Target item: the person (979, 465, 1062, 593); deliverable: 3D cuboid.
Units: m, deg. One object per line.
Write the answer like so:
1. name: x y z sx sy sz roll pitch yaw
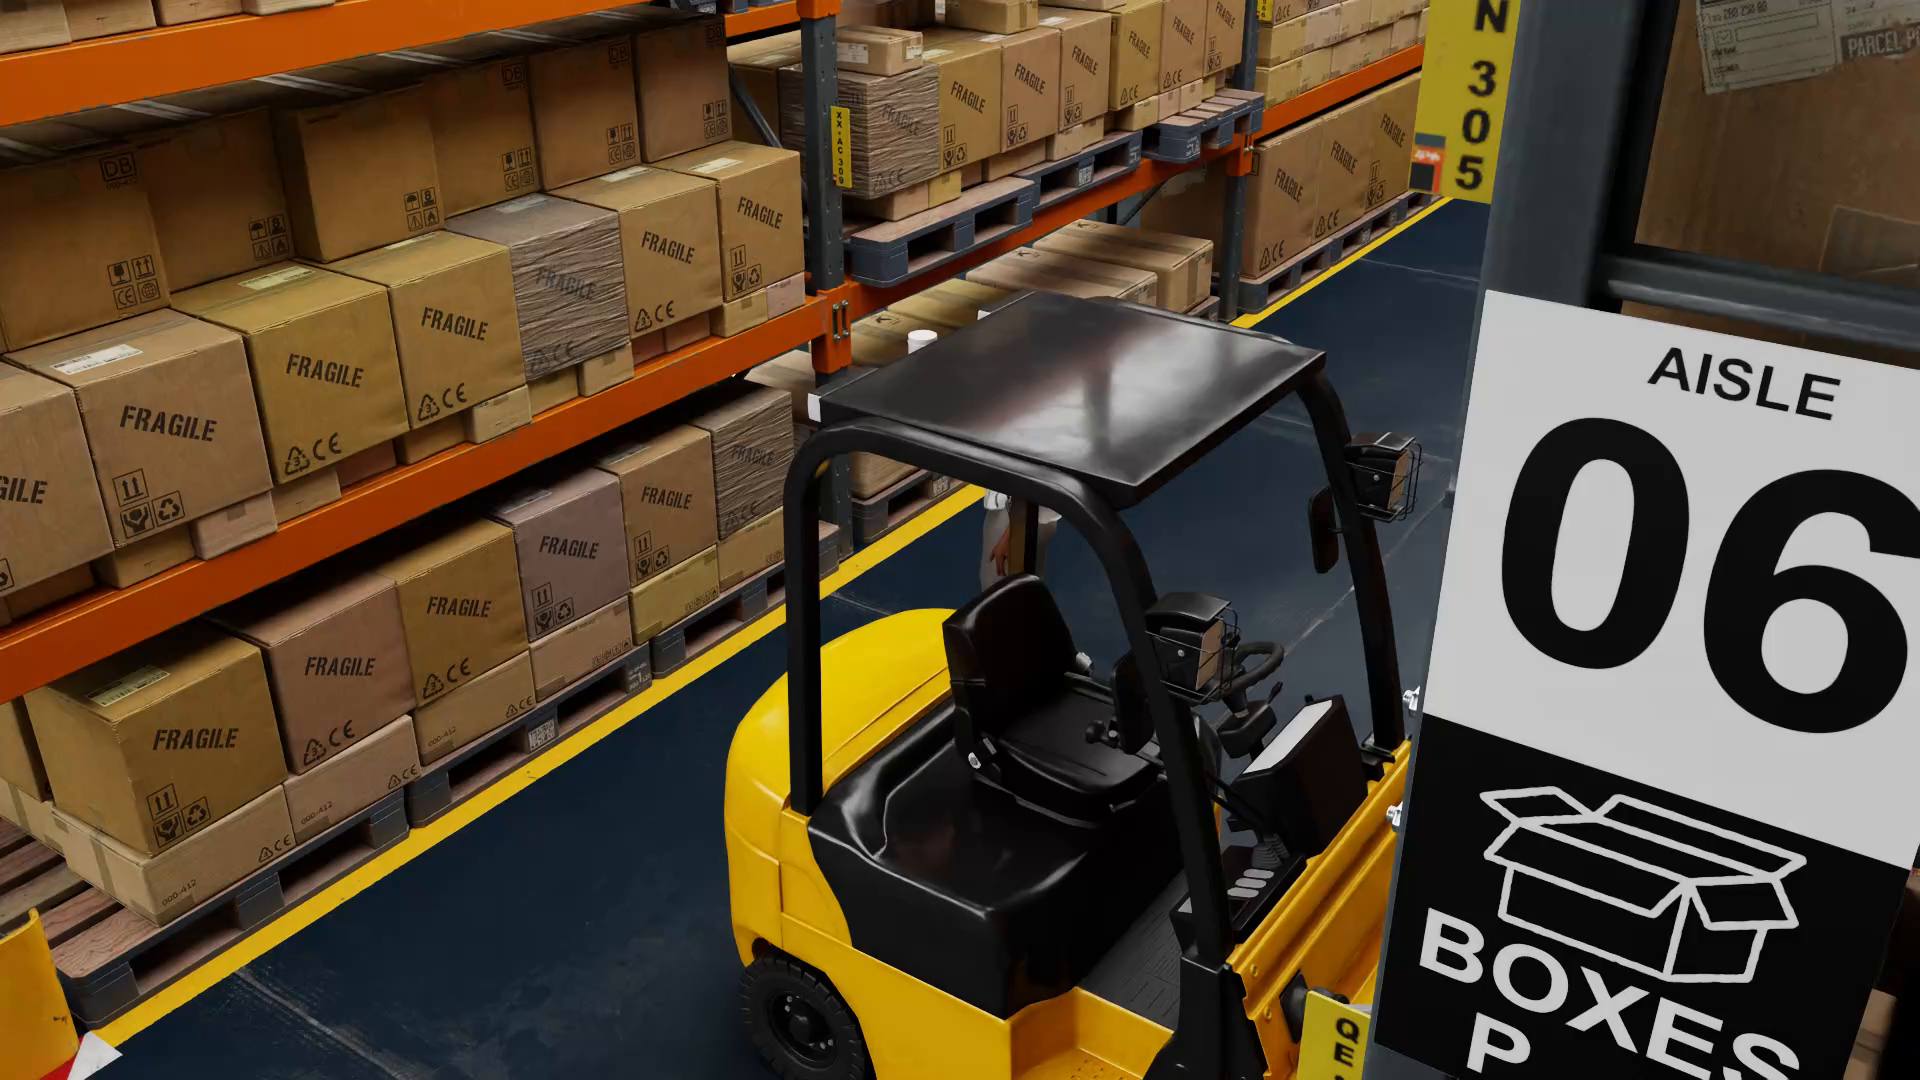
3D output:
1. person: 0.155 -0.118 6.291 0.529 1.694 0.569 1 27 2
